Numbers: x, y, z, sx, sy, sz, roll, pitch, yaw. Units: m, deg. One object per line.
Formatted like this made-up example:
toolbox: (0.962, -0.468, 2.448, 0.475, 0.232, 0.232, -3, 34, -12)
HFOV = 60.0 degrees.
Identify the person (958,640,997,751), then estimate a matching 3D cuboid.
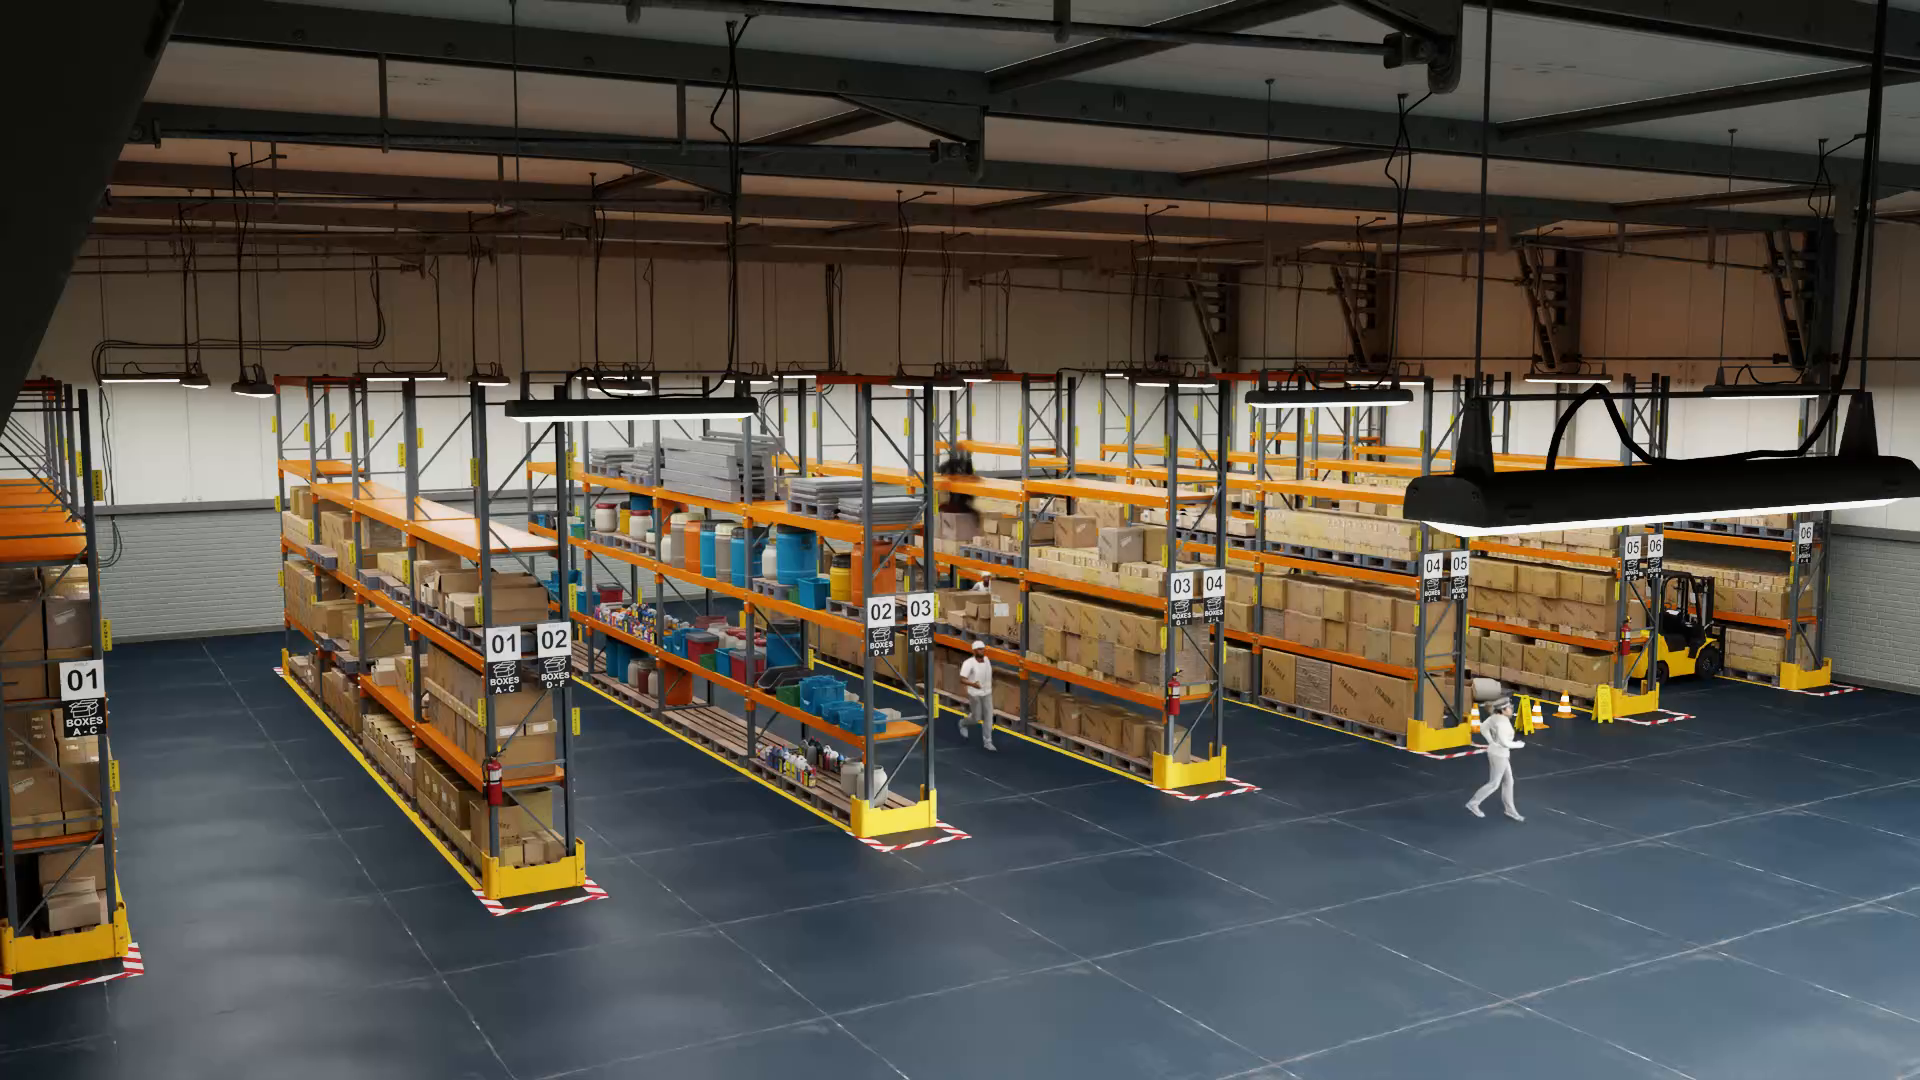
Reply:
person: (0.311, 2.499, 27.019, 0.699, 1.751, 0.923, -4, 8, -35)

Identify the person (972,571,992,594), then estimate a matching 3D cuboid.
person: (0.512, 1.513, 36.371, 0.696, 1.759, 0.872, -4, 7, -32)

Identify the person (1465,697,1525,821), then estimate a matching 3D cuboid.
person: (7.357, 3.001, 22.799, 0.805, 1.737, 0.629, 1, 6, 8)
